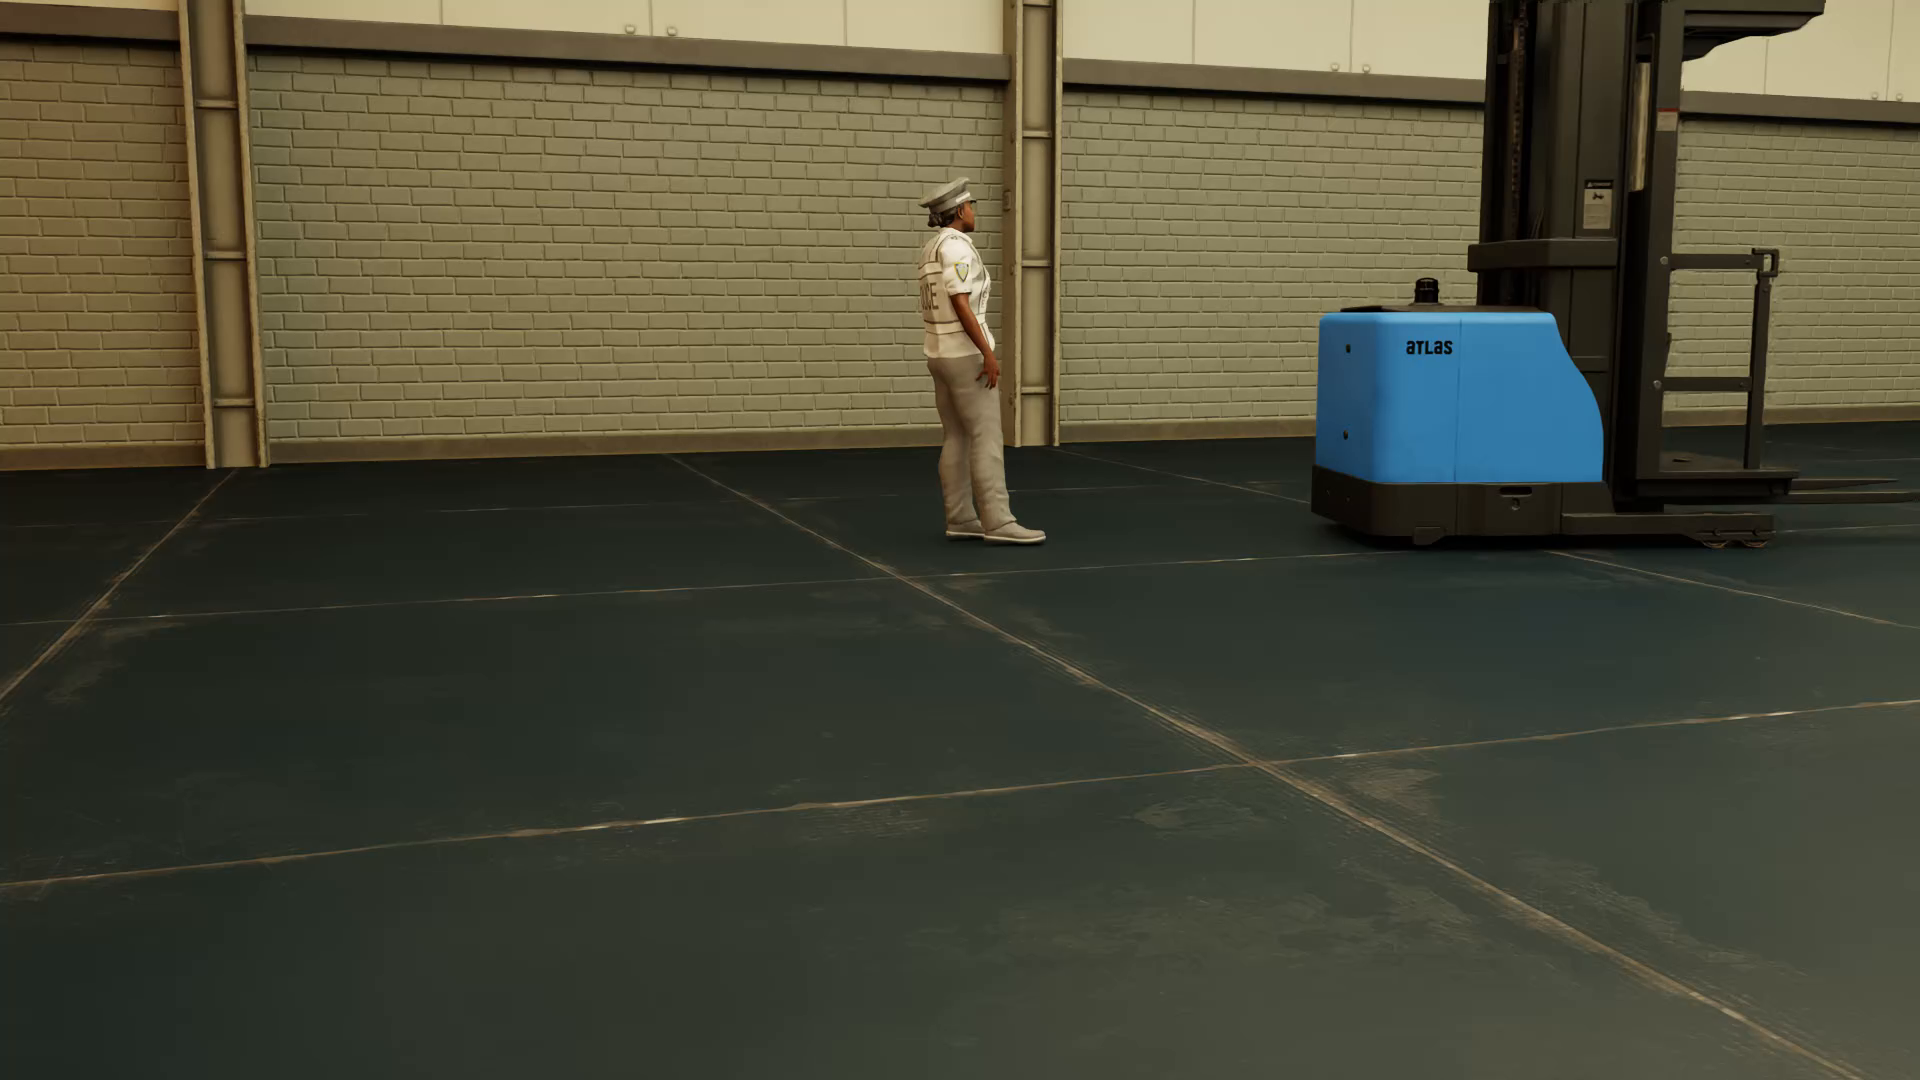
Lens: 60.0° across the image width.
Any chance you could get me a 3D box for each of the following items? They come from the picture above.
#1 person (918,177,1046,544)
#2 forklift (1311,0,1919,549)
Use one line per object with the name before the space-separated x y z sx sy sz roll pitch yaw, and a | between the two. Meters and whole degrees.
person | 0.077 -0.847 7.813 0.530 1.695 0.569 -3 8 -18
forklift | 3.328 -1.483 7.955 3.031 2.935 1.130 -1 8 -5
